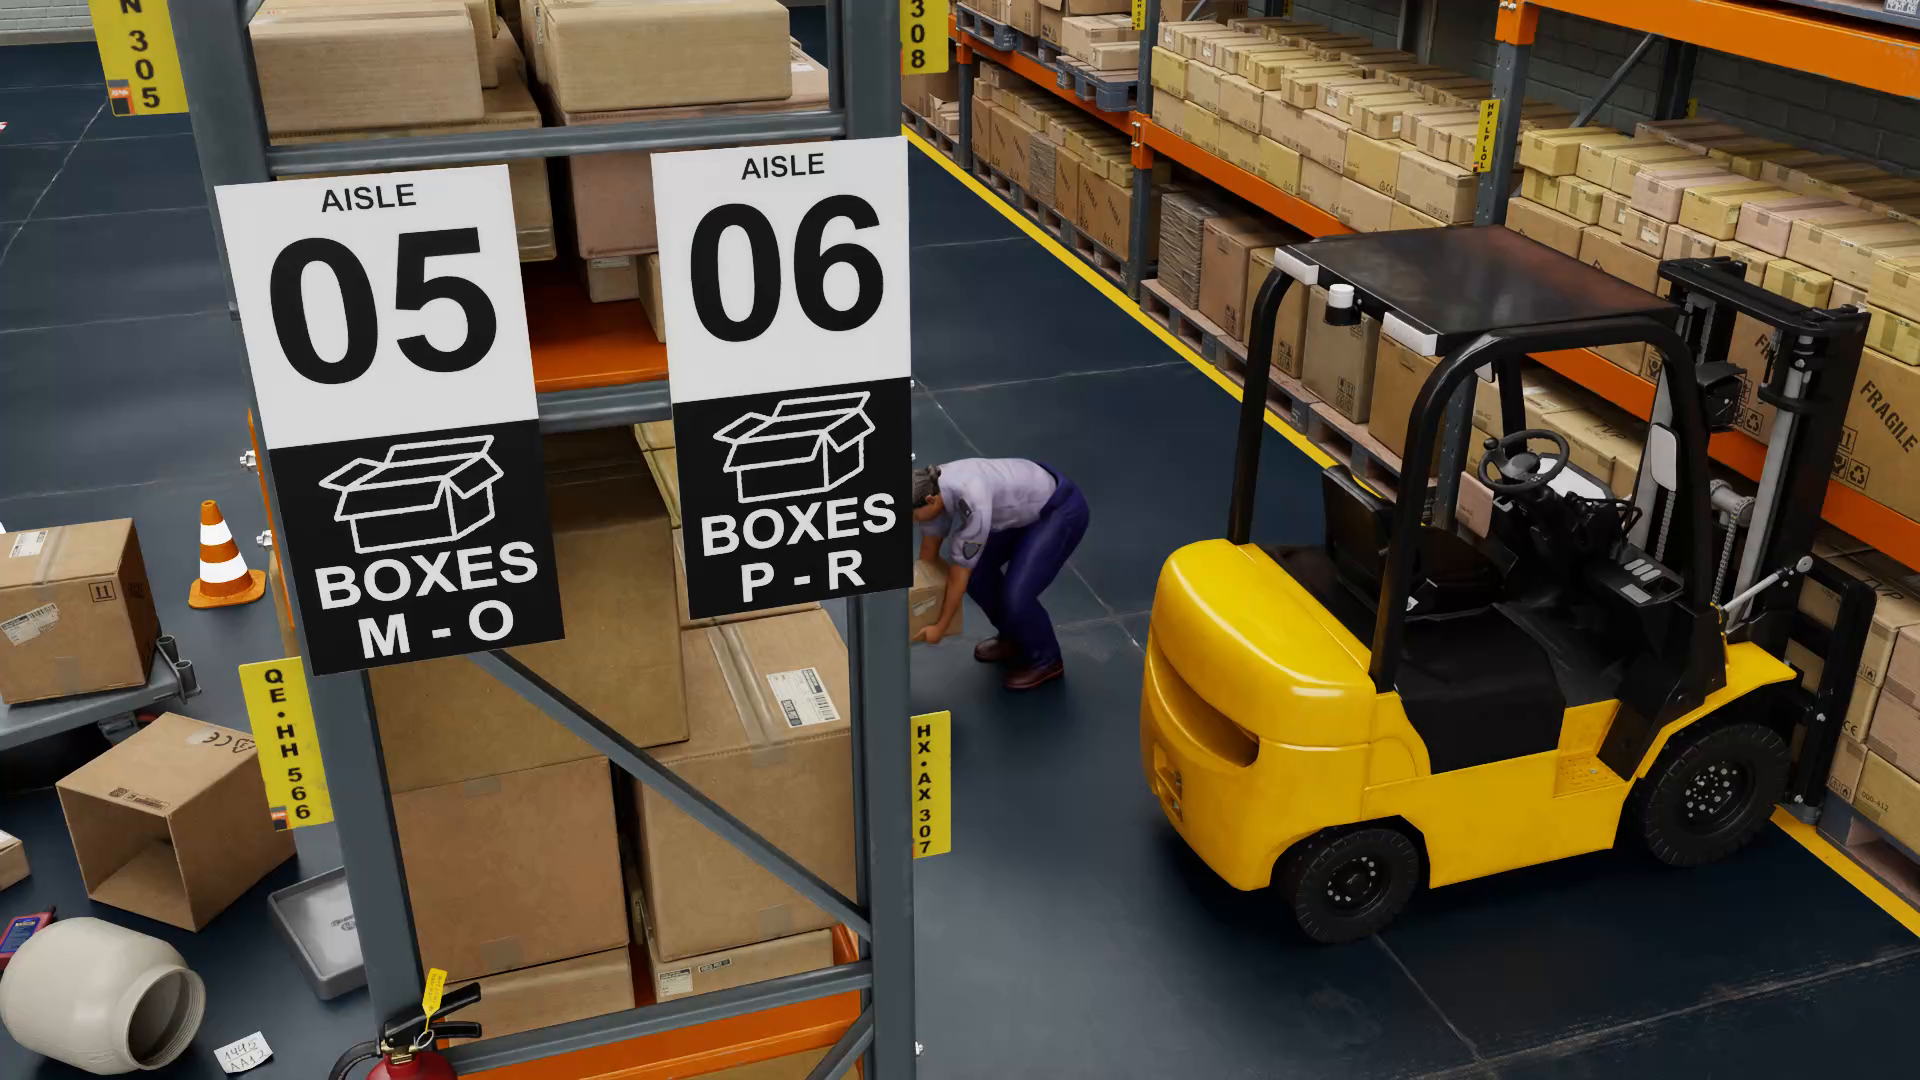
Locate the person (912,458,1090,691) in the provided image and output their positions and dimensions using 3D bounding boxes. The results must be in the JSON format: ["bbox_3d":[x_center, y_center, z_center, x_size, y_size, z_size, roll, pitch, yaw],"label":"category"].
[{"bbox_3d":[0.111,0.114,7.058,0.888,1.067,0.506,-14,30,-25],"label":"person"}]
